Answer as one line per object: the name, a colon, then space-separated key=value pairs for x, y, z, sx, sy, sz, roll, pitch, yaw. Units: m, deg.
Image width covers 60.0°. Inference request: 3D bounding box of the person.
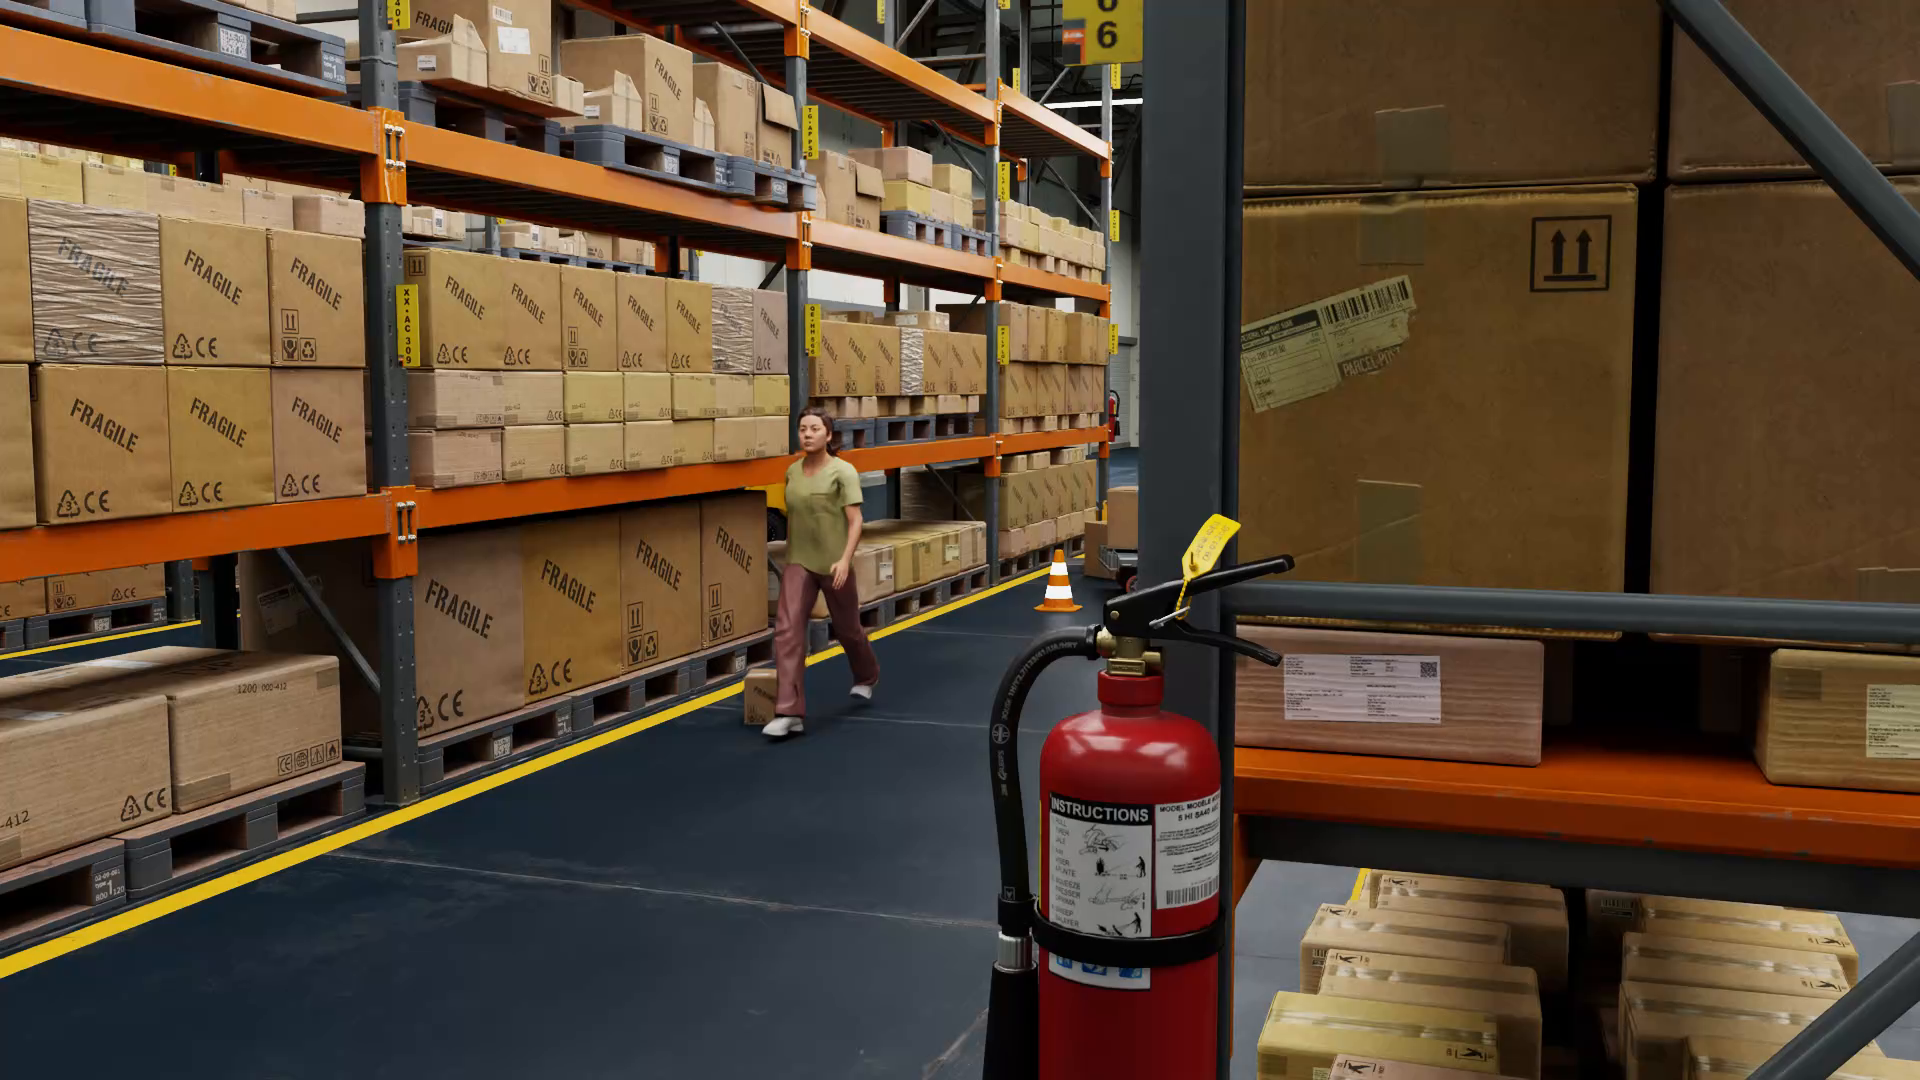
person: x=-0.706 y=0.144 z=8.470 sx=0.508 sy=1.581 sz=1.099 roll=2 pitch=6 yaw=18
